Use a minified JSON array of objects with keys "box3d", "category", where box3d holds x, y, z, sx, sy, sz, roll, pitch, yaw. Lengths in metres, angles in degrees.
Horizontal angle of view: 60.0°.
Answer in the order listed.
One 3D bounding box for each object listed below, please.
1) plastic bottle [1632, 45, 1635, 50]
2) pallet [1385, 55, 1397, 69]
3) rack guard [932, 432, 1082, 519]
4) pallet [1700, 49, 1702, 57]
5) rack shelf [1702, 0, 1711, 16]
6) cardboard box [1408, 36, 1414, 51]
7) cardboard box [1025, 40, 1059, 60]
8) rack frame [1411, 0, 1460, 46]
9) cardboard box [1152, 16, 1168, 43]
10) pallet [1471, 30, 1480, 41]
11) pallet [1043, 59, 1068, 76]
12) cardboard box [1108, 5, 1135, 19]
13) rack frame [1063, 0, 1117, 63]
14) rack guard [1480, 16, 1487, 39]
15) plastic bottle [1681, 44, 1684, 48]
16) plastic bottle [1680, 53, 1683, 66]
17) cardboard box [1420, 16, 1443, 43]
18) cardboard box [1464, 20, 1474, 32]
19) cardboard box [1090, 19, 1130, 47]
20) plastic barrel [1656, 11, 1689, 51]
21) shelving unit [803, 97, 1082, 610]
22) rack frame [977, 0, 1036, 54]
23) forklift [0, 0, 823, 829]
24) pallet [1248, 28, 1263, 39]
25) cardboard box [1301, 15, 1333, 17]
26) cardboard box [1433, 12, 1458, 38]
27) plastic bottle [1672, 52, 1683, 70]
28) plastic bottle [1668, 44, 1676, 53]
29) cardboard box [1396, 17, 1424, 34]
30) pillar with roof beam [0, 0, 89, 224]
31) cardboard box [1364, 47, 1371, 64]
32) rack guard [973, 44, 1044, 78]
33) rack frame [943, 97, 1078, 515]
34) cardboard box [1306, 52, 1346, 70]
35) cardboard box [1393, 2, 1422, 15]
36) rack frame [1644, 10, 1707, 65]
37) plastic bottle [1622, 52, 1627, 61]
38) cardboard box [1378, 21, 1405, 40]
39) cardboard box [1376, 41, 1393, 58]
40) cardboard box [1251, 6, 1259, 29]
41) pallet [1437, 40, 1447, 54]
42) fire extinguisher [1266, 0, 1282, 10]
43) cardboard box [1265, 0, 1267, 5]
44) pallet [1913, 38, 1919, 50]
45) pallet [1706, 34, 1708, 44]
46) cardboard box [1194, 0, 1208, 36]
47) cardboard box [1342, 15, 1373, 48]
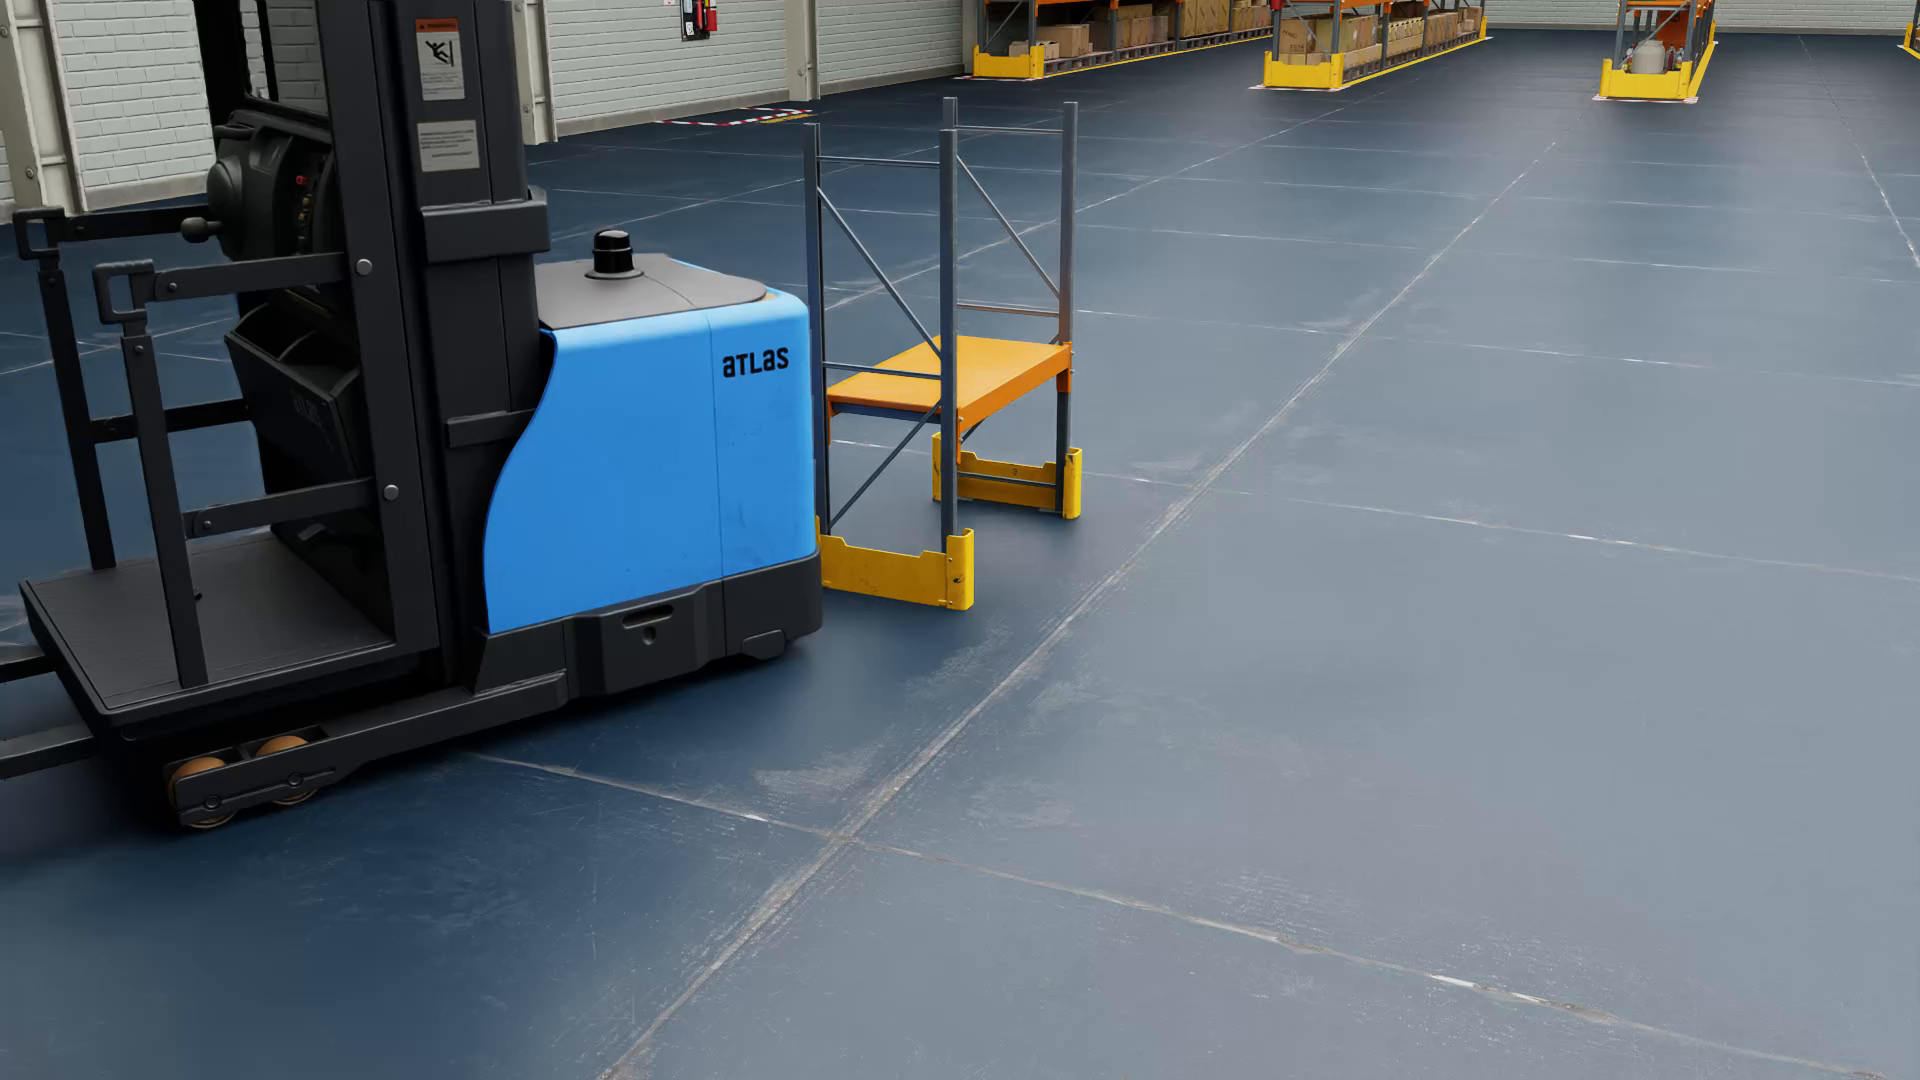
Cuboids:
[{"box3d":[10.657,-7.678,26.377,0.144,0.351,0.185,8,21,20],"category":"plastic bottle"},{"box3d":[7.192,-8.563,29.733,1.003,0.211,1.213,9,21,23],"category":"pallet"},{"box3d":[0.173,-0.247,6.289,0.587,0.250,0.087,9,21,23],"category":"rack guard"},{"box3d":[13.867,-9.493,32.347,1.003,0.211,1.213,9,21,23],"category":"pallet"},{"box3d":[12.262,-9.238,28.543,1.077,0.370,4.000,9,21,23],"category":"rack shelf"},{"box3d":[8.155,-9.266,31.024,0.500,0.250,0.500,9,22,24],"category":"cardboard box"},{"box3d":[1.366,-8.416,28.514,0.500,0.311,0.500,11,22,27],"category":"cardboard box"},{"box3d":[10.202,-12.092,35.494,1.000,3.000,0.127,9,21,23],"category":"rack frame"},{"box3d":[3.796,-10.350,33.670,0.700,0.500,0.500,9,21,23],"category":"cardboard box"},{"box3d":[11.483,-11.734,38.649,1.003,0.211,1.213,9,21,23],"category":"pallet"},{"box3d":[1.163,-8.055,28.304,1.003,0.211,1.213,9,21,23],"category":"pallet"},{"box3d":[3.078,-10.230,32.213,0.500,0.250,0.500,8,21,21],"category":"cardboard box"},{"box3d":[2.405,-10.325,30.526,1.000,3.000,0.127,9,21,23],"category":"rack frame"},{"box3d":[11.809,-12.114,39.286,1.175,0.500,0.348,9,21,23],"category":"rack guard"},{"box3d":[11.443,-7.689,26.409,0.144,0.351,0.185,8,21,21],"category":"plastic bottle"},{"box3d":[10.942,-7.249,25.272,0.061,0.283,0.133,9,21,24],"category":"plastic bottle"},{"box3d":[9.430,-10.312,33.563,0.500,0.500,0.500,8,21,22],"category":"cardboard box"},{"box3d":[11.426,-11.740,37.952,0.500,0.250,0.500,9,21,23],"category":"cardboard box"},{"box3d":[2.857,-9.747,31.973,0.700,0.500,0.500,8,21,22],"category":"cardboard box"},{"box3d":[13.266,-9.516,30.862,0.600,0.830,0.708,9,21,23],"category":"plastic barrel"},{"box3d":[-0.031,-0.683,5.652,0.587,1.500,1.083,9,21,23],"category":"shelving unit"},{"box3d":[0.767,-9.102,27.087,1.000,3.000,0.127,9,21,23],"category":"rack frame"},{"box3d":[-1.898,-0.886,4.085,3.031,2.935,1.130,-14,24,-35],"category":"forklift"},{"box3d":[6.562,-12.053,39.545,1.003,0.211,1.213,9,21,23],"category":"pallet"},{"box3d":[5.838,-8.345,27.314,0.500,0.500,0.500,9,21,23],"category":"cardboard box"},{"box3d":[10.261,-10.932,35.304,0.500,0.500,0.500,8,21,22],"category":"cardboard box"},{"box3d":[11.162,-7.447,25.840,0.152,0.276,0.135,9,21,24],"category":"plastic bottle"},{"box3d":[11.311,-7.708,26.464,0.144,0.351,0.185,9,21,23],"category":"plastic bottle"},{"box3d":[8.574,-9.842,31.807,0.500,0.311,0.500,9,22,24],"category":"cardboard box"},{"box3d":[-3.179,-6.169,9.884,9.100,9.000,0.400,9,21,23],"category":"pillar with roof beam"},{"box3d":[6.530,-8.071,27.663,0.500,0.250,0.500,9,21,23],"category":"cardboard box"},{"box3d":[0.798,-7.948,27.571,1.175,0.500,0.348,9,21,23],"category":"rack guard"},{"box3d":[0.173,-0.836,6.081,0.500,1.500,0.032,9,21,23],"category":"rack frame"},{"box3d":[5.711,-7.460,25.945,0.500,0.250,0.500,9,21,23],"category":"cardboard box"},{"box3d":[9.167,-10.902,34.101,0.500,0.250,0.500,8,21,22],"category":"cardboard box"},{"box3d":[13.081,-10.189,30.141,1.000,3.000,0.127,9,21,23],"category":"rack frame"},{"box3d":[10.189,-7.330,25.502,0.061,0.283,0.133,9,22,24],"category":"plastic bottle"},{"box3d":[7.743,-9.216,30.047,0.500,0.311,0.500,8,21,21],"category":"cardboard box"},{"box3d":[7.317,-8.638,29.259,0.500,0.250,0.500,8,21,21],"category":"cardboard box"},{"box3d":[6.714,-12.479,39.686,0.700,0.500,0.500,8,21,21],"category":"cardboard box"},{"box3d":[9.405,-10.150,34.195,1.003,0.211,1.213,9,21,23],"category":"pallet"},{"box3d":[4.816,-8.415,25.270,0.296,0.674,0.183,9,21,23],"category":"fire extinguisher"},{"box3d":[7.237,-13.027,40.259,0.380,0.149,0.250,8,21,22],"category":"cardboard box"},{"box3d":[20.620,-10.386,34.857,1.003,0.211,1.213,9,21,23],"category":"pallet"},{"box3d":[15.984,-11.074,36.791,1.003,0.211,1.213,9,21,23],"category":"pallet"},{"box3d":[4.829,-11.207,35.586,0.750,0.750,0.750,8,21,22],"category":"cardboard box"},{"box3d":[6.519,-8.426,27.543,0.500,0.500,0.500,9,21,23],"category":"cardboard box"}]
